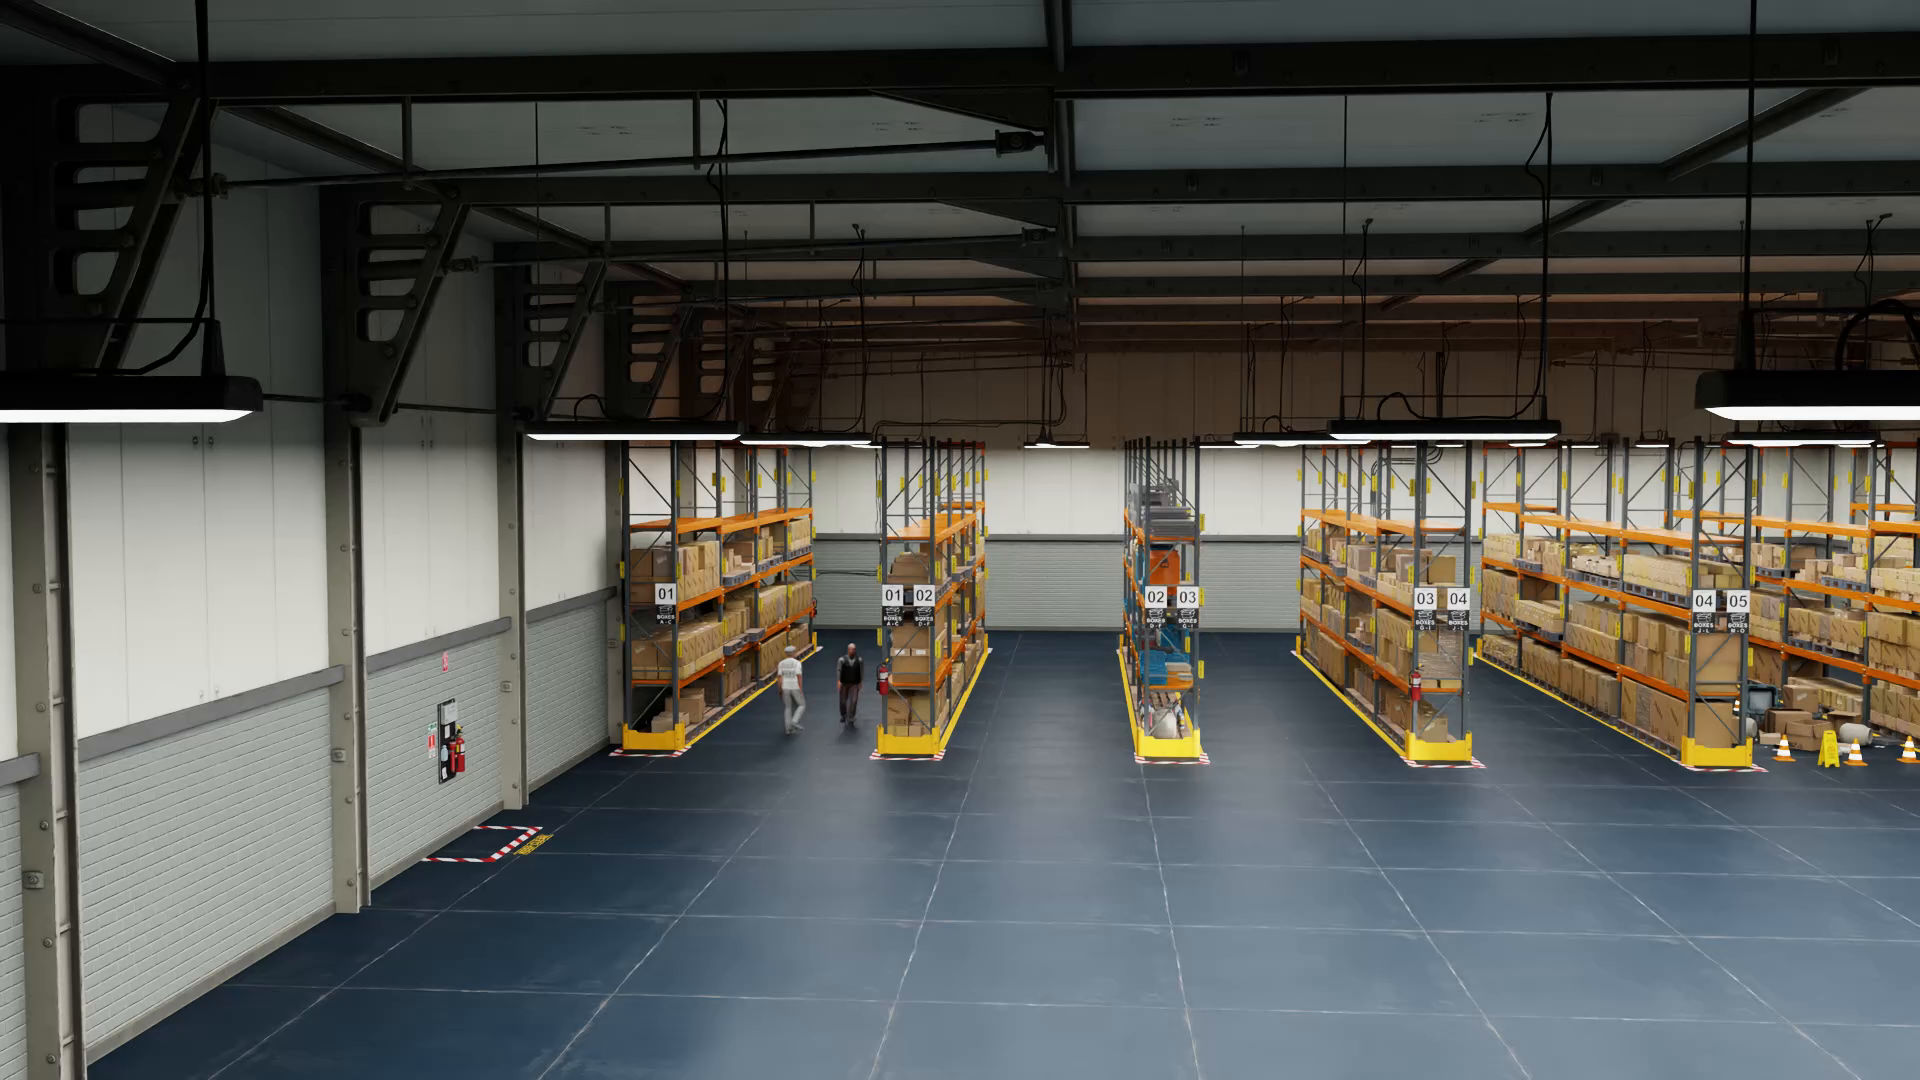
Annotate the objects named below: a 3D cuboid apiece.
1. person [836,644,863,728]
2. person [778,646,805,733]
[{"bbox_3d":[-2.293,3.030,34.718,0.612,1.719,0.768,-1,3,-17],"label":"person"},{"bbox_3d":[-3.419,3.034,33.682,0.593,1.757,0.508,1,3,15],"label":"person"}]
